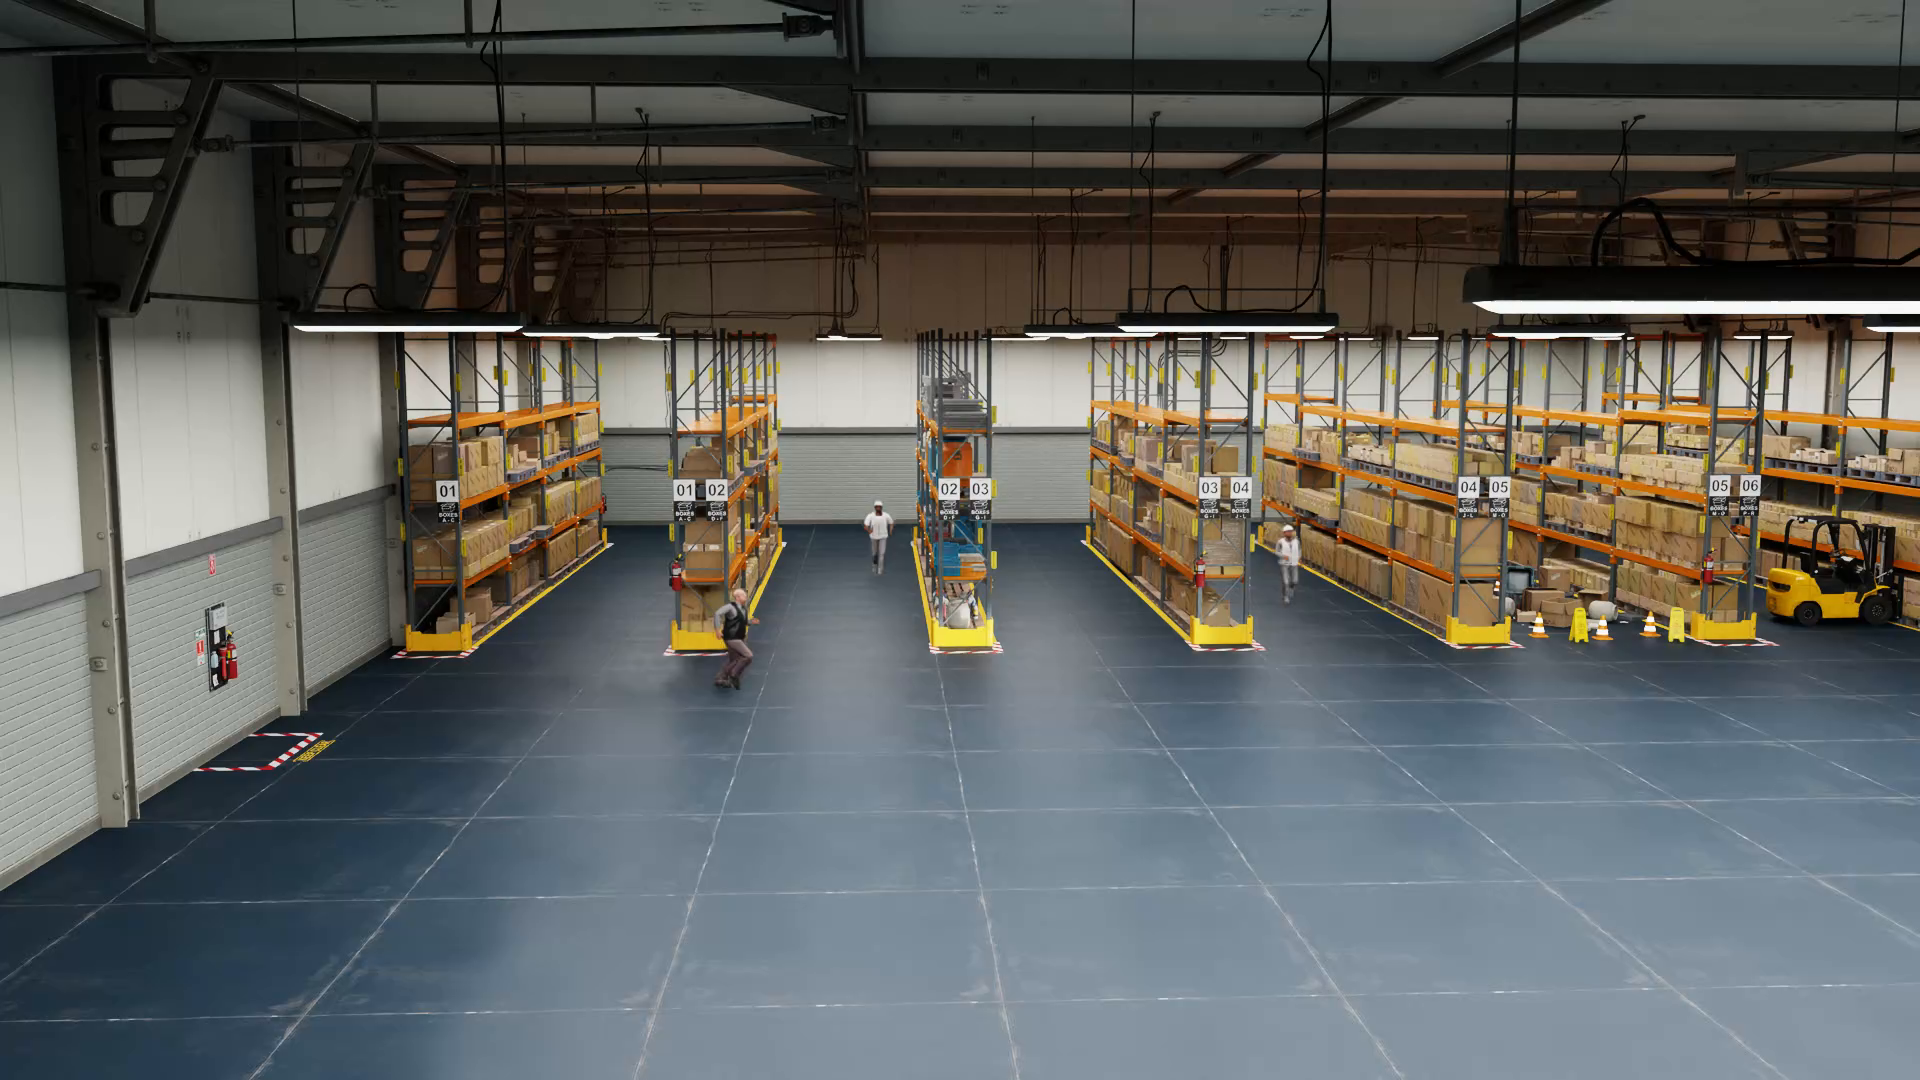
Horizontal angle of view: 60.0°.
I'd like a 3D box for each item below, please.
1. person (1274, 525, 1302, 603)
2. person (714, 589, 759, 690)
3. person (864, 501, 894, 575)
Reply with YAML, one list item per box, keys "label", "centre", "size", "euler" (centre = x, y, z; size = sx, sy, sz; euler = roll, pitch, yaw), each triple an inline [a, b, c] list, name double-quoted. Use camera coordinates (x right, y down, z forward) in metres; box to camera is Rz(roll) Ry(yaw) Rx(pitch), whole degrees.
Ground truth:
- label: "person"
  centre: [7.278, 0.539, 36.746]
  size: [0.654, 1.731, 0.568]
  euler: [-1, 7, -5]
- label: "person"
  centre: [-3.696, 1.639, 27.413]
  size: [0.785, 1.673, 0.688]
  euler: [2, 7, 17]
- label: "person"
  centre: [-1.909, -0.046, 39.274]
  size: [0.714, 1.751, 0.726]
  euler: [0, 7, -4]
